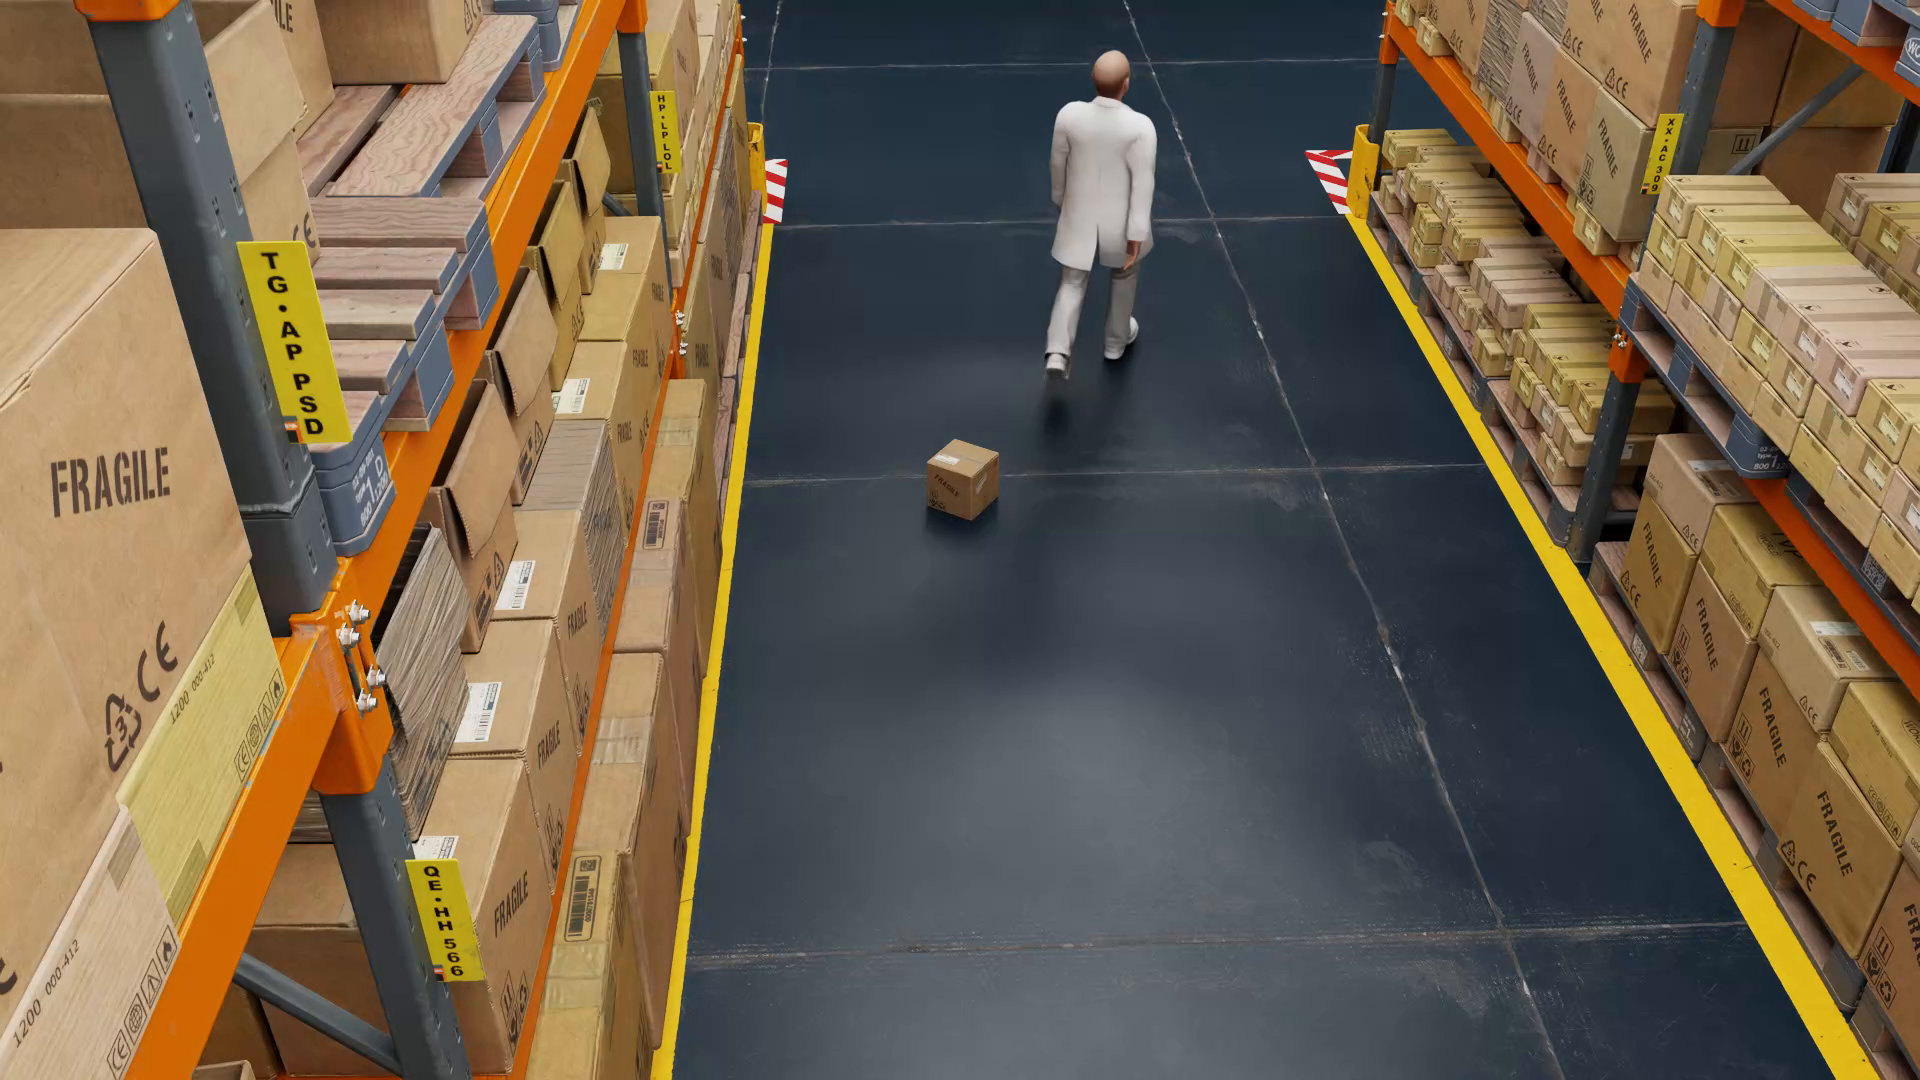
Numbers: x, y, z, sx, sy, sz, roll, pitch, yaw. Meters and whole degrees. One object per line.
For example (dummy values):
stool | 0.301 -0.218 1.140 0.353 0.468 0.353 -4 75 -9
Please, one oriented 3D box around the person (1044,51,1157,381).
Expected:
person | 0.707 -1.634 8.491 0.582 1.739 1.017 10 36 14
